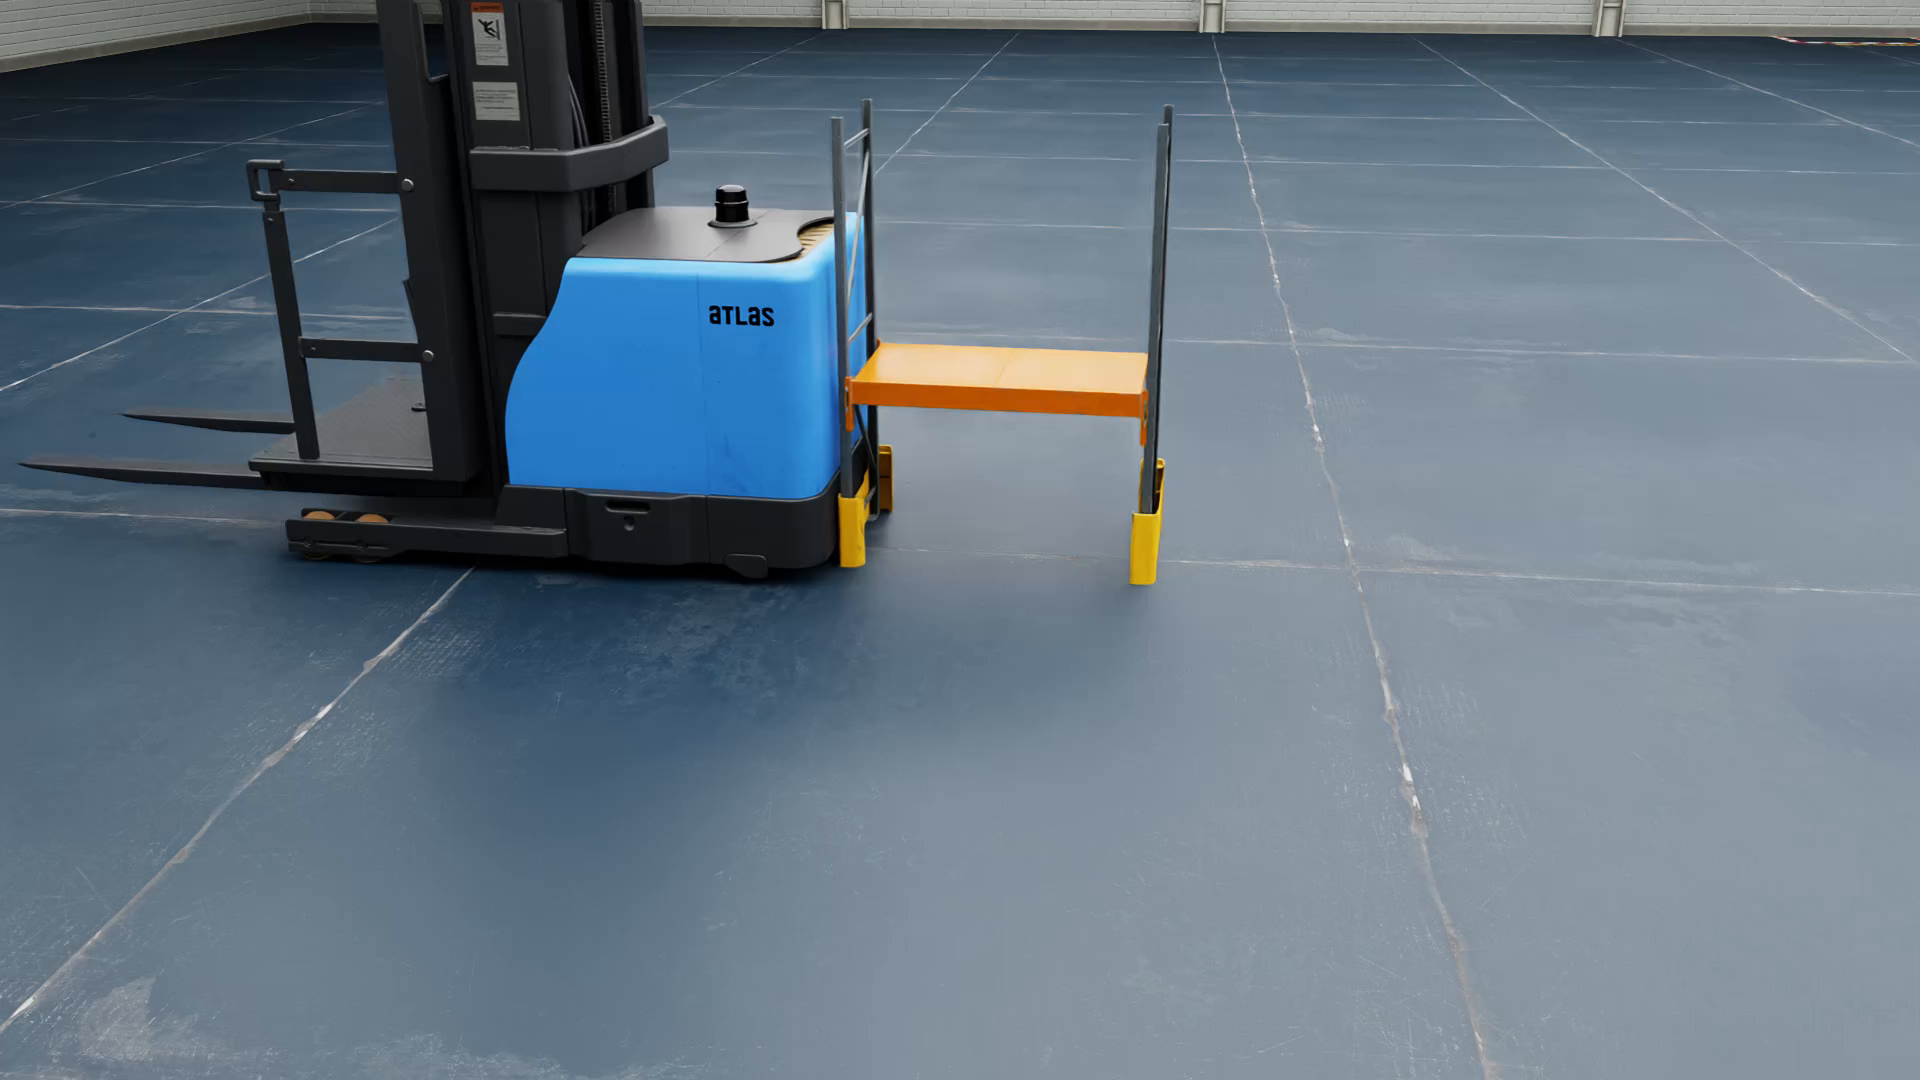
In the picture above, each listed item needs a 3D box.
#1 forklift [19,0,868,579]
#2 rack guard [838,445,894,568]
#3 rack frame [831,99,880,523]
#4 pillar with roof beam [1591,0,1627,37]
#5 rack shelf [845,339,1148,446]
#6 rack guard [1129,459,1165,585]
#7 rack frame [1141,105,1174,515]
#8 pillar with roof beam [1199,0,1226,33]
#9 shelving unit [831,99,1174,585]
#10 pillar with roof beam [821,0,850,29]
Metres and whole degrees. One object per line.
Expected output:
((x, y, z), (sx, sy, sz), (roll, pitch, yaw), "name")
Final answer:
((-1.875, -1.470, 5.672), (3.031, 2.935, 1.130), (3, 22, 8), "forklift")
((-0.331, -0.128, 5.925), (0.087, 0.250, 0.587), (3, 22, 8), "rack guard")
((-0.351, -0.711, 5.698), (0.032, 1.500, 0.500), (3, 22, 8), "rack frame")
((9.410, -10.353, 19.887), (0.400, 9.000, 9.100), (2, 22, 6), "pillar with roof beam")
((0.152, -0.515, 5.691), (1.000, 0.185, 0.538), (3, 22, 8), "rack shelf")
((0.653, -0.072, 5.783), (0.087, 0.250, 0.587), (3, 22, 8), "rack guard")
((0.654, -0.653, 5.553), (0.032, 1.500, 0.500), (3, 22, 8), "rack frame")
((3.452, -10.613, 20.544), (0.400, 9.000, 9.100), (2, 22, 6), "pillar with roof beam")
((0.161, -0.682, 5.624), (1.083, 1.500, 0.587), (3, 22, 8), "shelving unit")
((-2.507, -10.872, 21.201), (0.400, 9.000, 9.100), (2, 22, 6), "pillar with roof beam")
